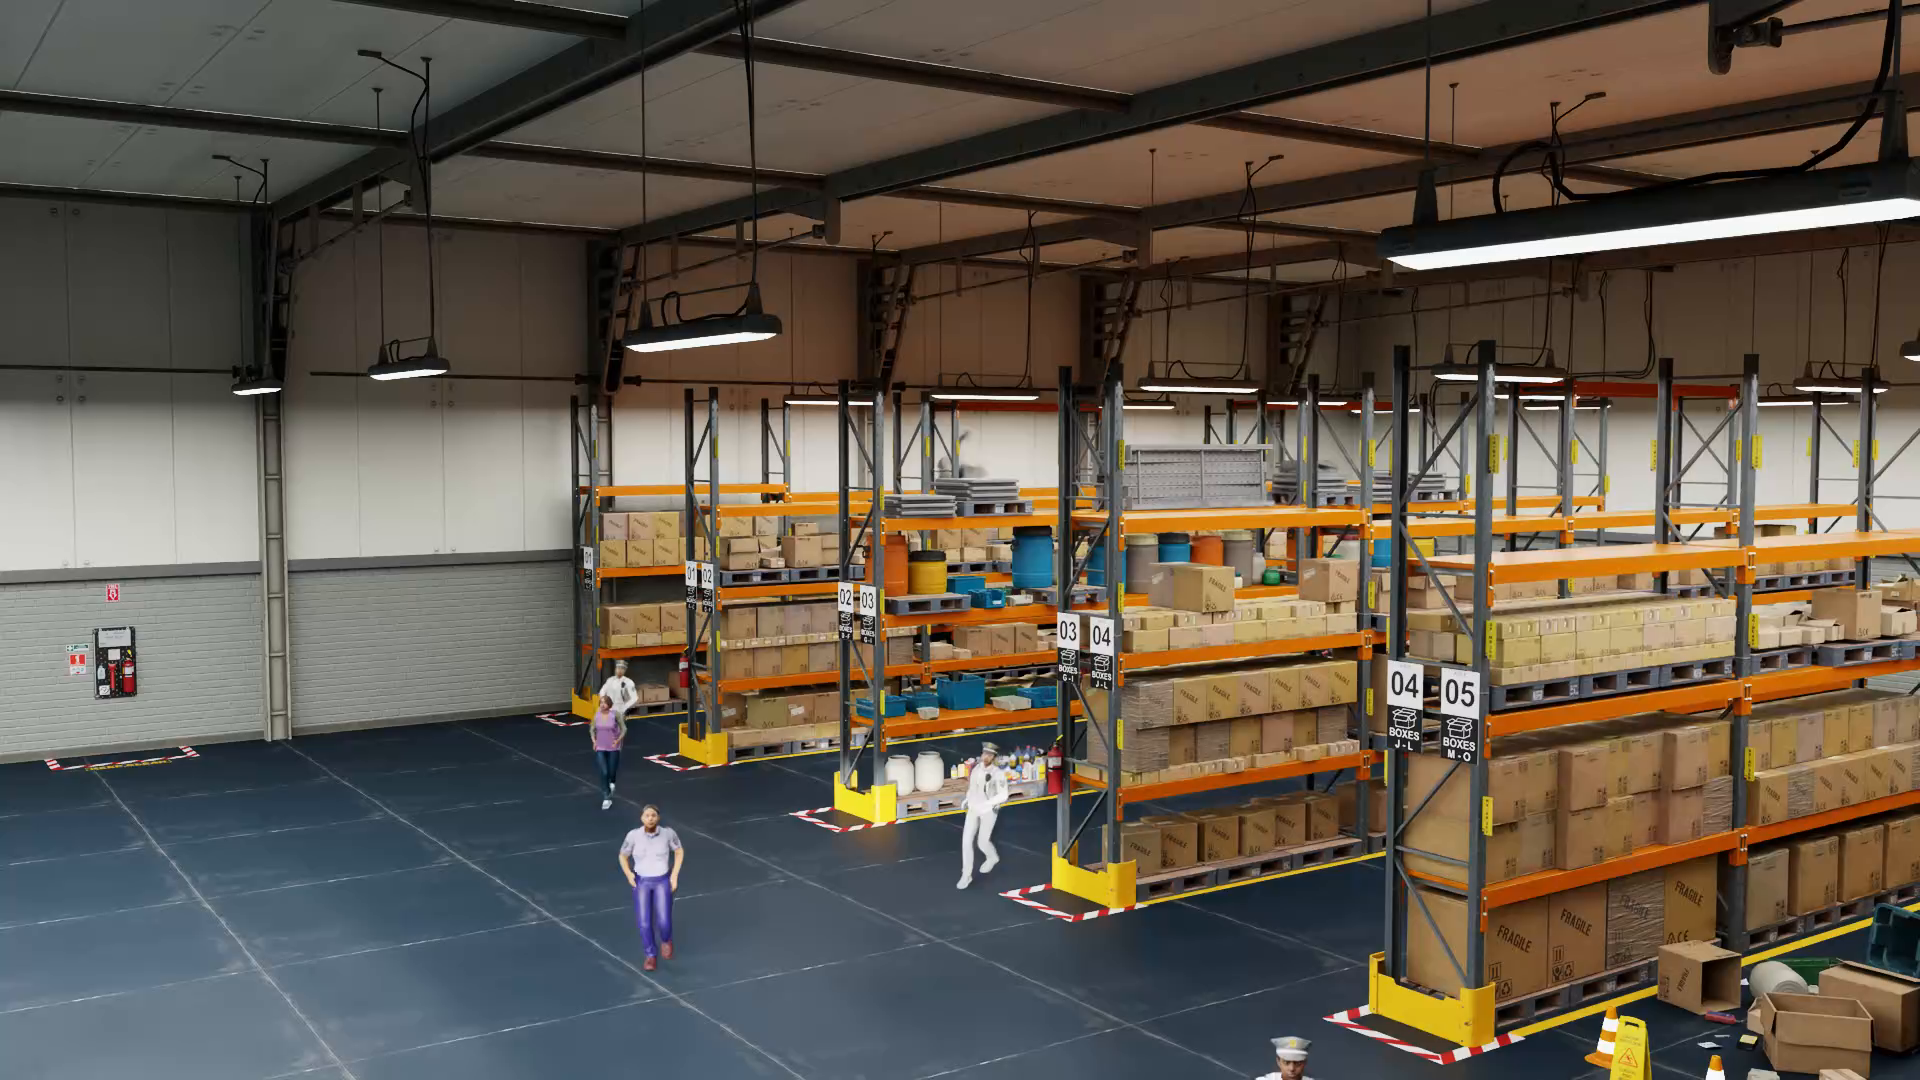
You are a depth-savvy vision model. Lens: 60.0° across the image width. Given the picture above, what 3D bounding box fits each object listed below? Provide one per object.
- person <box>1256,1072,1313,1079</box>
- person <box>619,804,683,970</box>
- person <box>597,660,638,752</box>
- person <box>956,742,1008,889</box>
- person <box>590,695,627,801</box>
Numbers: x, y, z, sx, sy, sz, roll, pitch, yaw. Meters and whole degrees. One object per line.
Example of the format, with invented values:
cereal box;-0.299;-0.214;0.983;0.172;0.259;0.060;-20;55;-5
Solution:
person;4.222;3.201;19.151;2.843;1.664;20.132;0;3;7
person;-3.024;3.381;16.269;0.621;1.611;0.547;0;3;-6
person;-5.502;2.750;26.647;0.670;1.670;0.652;1;3;10
person;0.306;3.174;19.339;0.631;1.694;0.766;2;4;33
person;-4.982;2.931;23.550;0.535;1.495;0.549;0;3;-2
